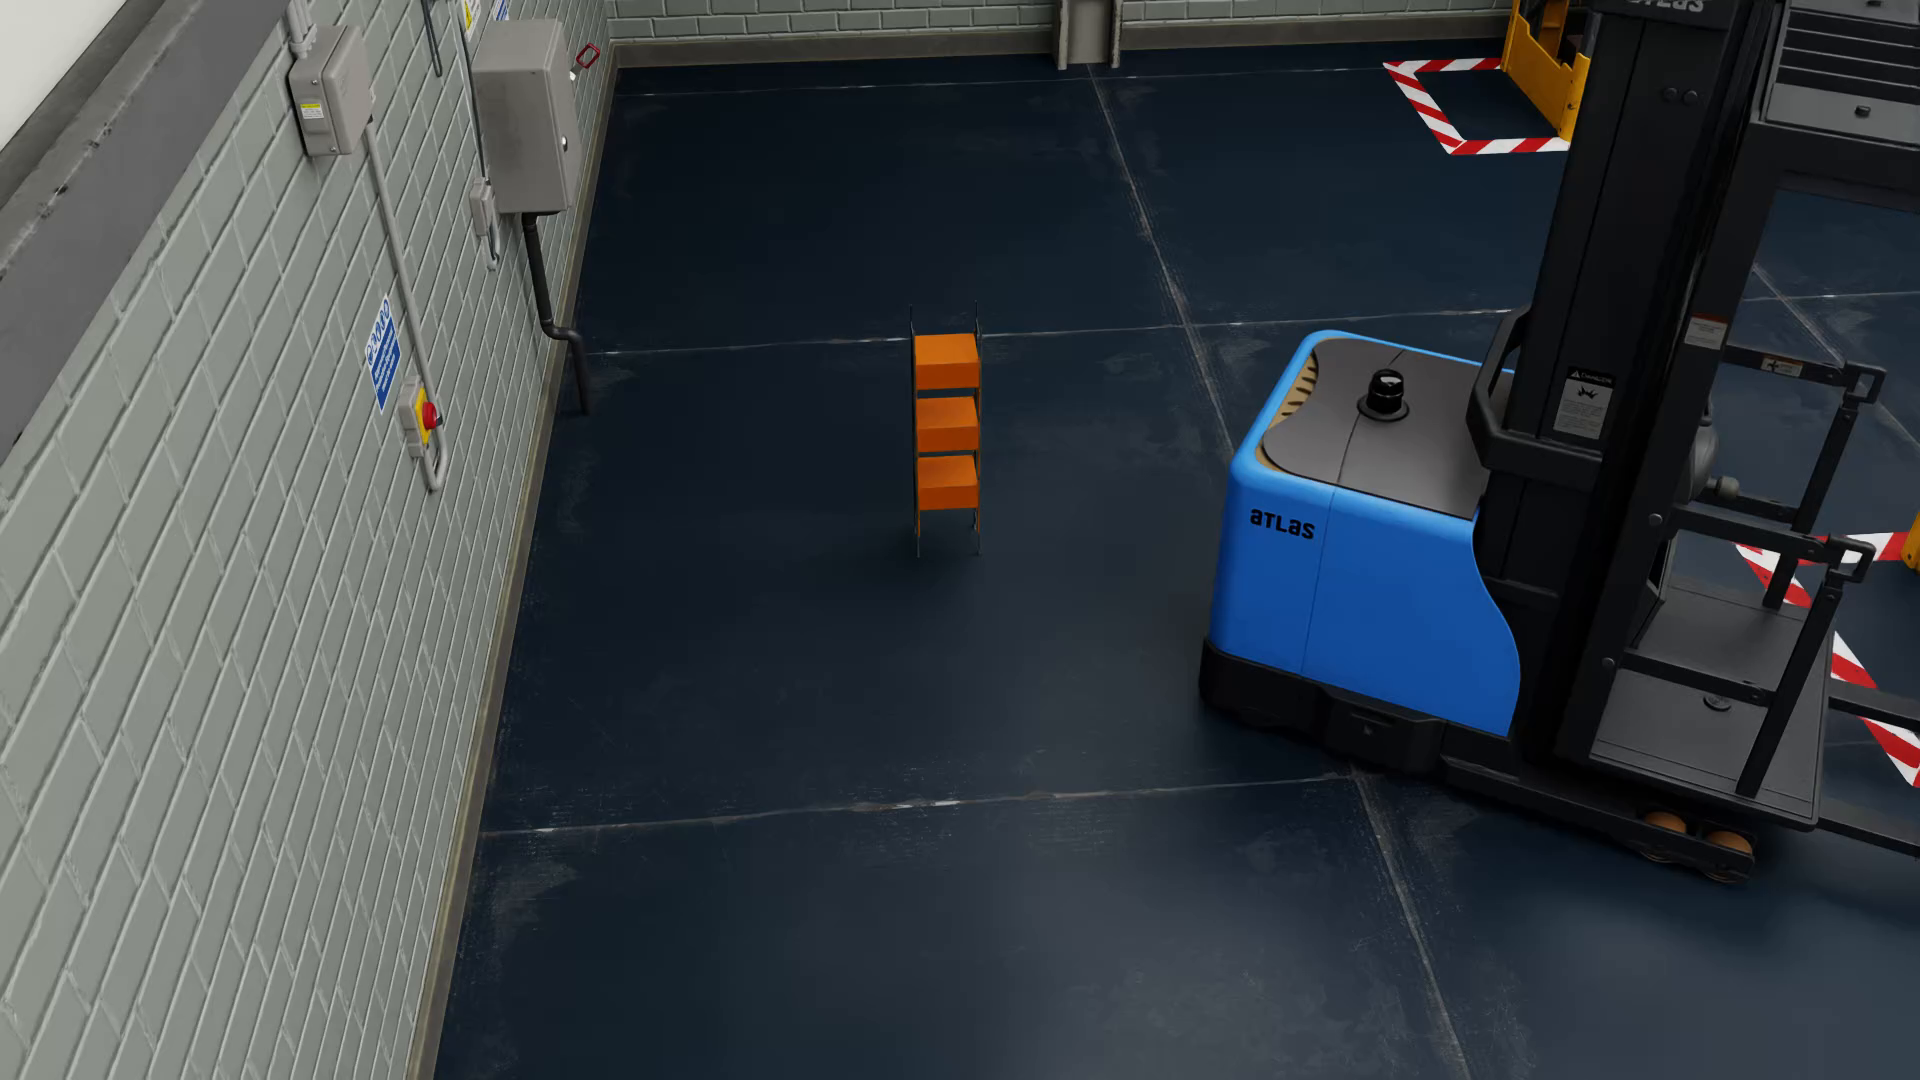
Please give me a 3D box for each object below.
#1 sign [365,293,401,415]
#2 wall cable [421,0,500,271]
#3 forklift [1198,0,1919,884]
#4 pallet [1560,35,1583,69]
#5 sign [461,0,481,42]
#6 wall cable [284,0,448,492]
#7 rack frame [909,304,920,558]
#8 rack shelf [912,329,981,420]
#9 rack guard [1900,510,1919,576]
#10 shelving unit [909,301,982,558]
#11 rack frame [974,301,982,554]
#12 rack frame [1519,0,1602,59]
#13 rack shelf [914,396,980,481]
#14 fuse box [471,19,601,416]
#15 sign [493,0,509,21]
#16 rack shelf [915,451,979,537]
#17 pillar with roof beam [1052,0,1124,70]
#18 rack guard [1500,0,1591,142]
[{"bbox_3d":[-1.661,-0.539,4.793,0.001,0.218,0.327,-3,38,-4],"label":"sign"},{"bbox_3d":[-1.742,-1.739,5.713,0.122,1.984,0.588,-3,38,-4],"label":"wall cable"},{"bbox_3d":[2.413,-0.427,4.925,3.031,2.935,1.130,16,41,20],"label":"forklift"},{"bbox_3d":[4.436,-2.806,10.136,1.213,0.211,1.003,-3,38,-4],"label":"pallet"},{"bbox_3d":[-1.847,-2.049,6.259,0.001,0.242,0.339,-3,38,-4],"label":"sign"},{"bbox_3d":[-1.604,-0.877,4.595,0.123,1.953,0.585,-3,38,-4],"label":"wall cable"},{"bbox_3d":[-0.175,-0.403,6.413,0.008,1.050,0.200,-3,38,-4],"label":"rack frame"},{"bbox_3d":[-0.053,-0.624,6.252,0.240,0.259,0.215,-3,38,-4],"label":"rack shelf"},{"bbox_3d":[3.986,0.193,6.102,0.348,0.500,1.175,-3,38,-4],"label":"rack guard"},{"bbox_3d":[-0.053,-0.409,6.421,0.252,1.050,0.215,-3,38,-4],"label":"shelving unit"},{"bbox_3d":[0.068,-0.416,6.430,0.008,1.050,0.200,-3,38,-4],"label":"rack frame"},{"bbox_3d":[3.567,-3.852,9.211,0.127,3.000,1.000,-3,38,-4],"label":"rack frame"},{"bbox_3d":[-0.053,-0.401,6.428,0.240,0.259,0.215,-3,38,-4],"label":"rack shelf"},{"bbox_3d":[-1.645,-1.264,6.971,0.414,1.711,0.539,-3,38,-4],"label":"fuse box"},{"bbox_3d":[-1.895,-2.026,6.973,0.001,0.494,0.329,-3,38,-4],"label":"sign"},{"bbox_3d":[-0.053,-0.183,6.600,0.240,0.259,0.215,-3,38,-4],"label":"rack shelf"},{"bbox_3d":[1.182,-3.959,4.503,0.400,9.000,9.100,-3,38,-4],"label":"pillar with roof beam"},{"bbox_3d":[3.642,-2.875,9.990,0.348,0.500,1.175,-3,38,-4],"label":"rack guard"}]
